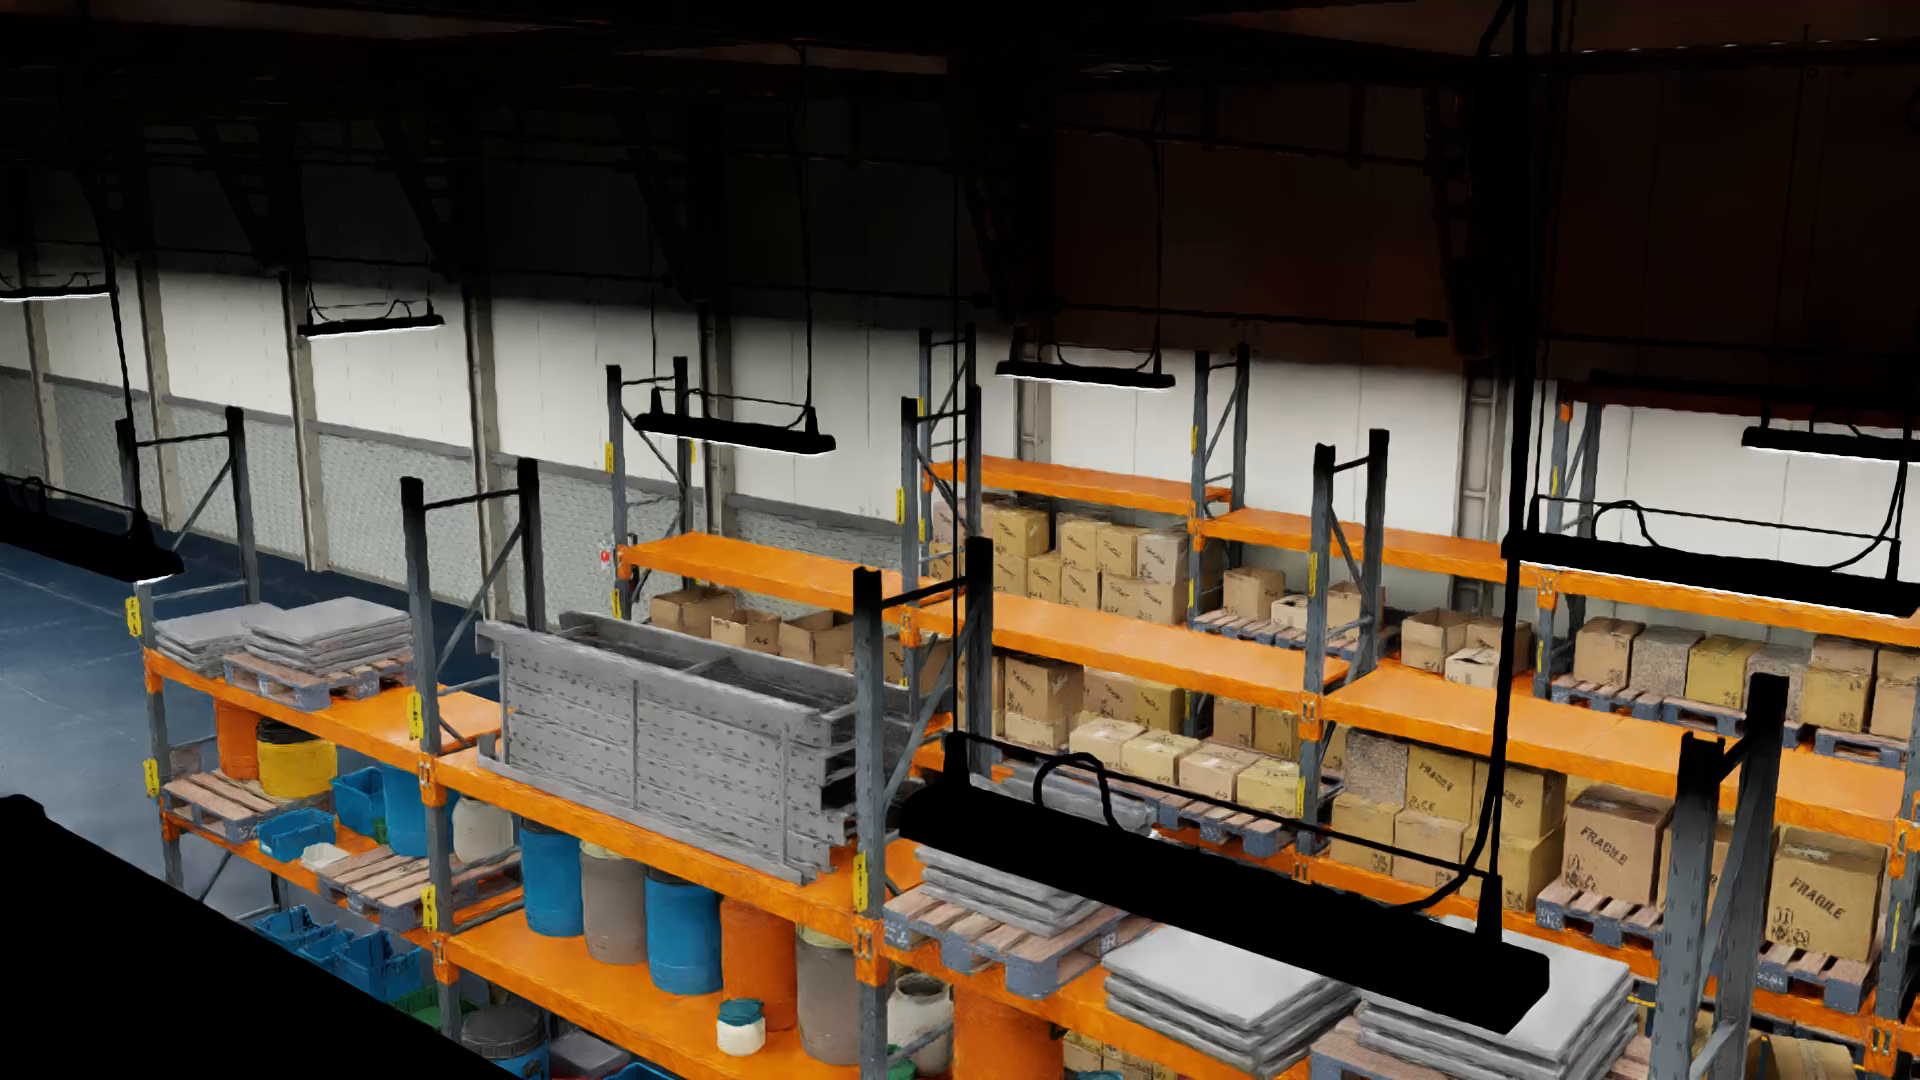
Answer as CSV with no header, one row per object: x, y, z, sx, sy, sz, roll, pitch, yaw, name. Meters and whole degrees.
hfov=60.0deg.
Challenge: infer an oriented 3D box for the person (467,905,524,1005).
-4.442,3.673,16.032,0.628,1.736,0.999,-5,14,-23,person
